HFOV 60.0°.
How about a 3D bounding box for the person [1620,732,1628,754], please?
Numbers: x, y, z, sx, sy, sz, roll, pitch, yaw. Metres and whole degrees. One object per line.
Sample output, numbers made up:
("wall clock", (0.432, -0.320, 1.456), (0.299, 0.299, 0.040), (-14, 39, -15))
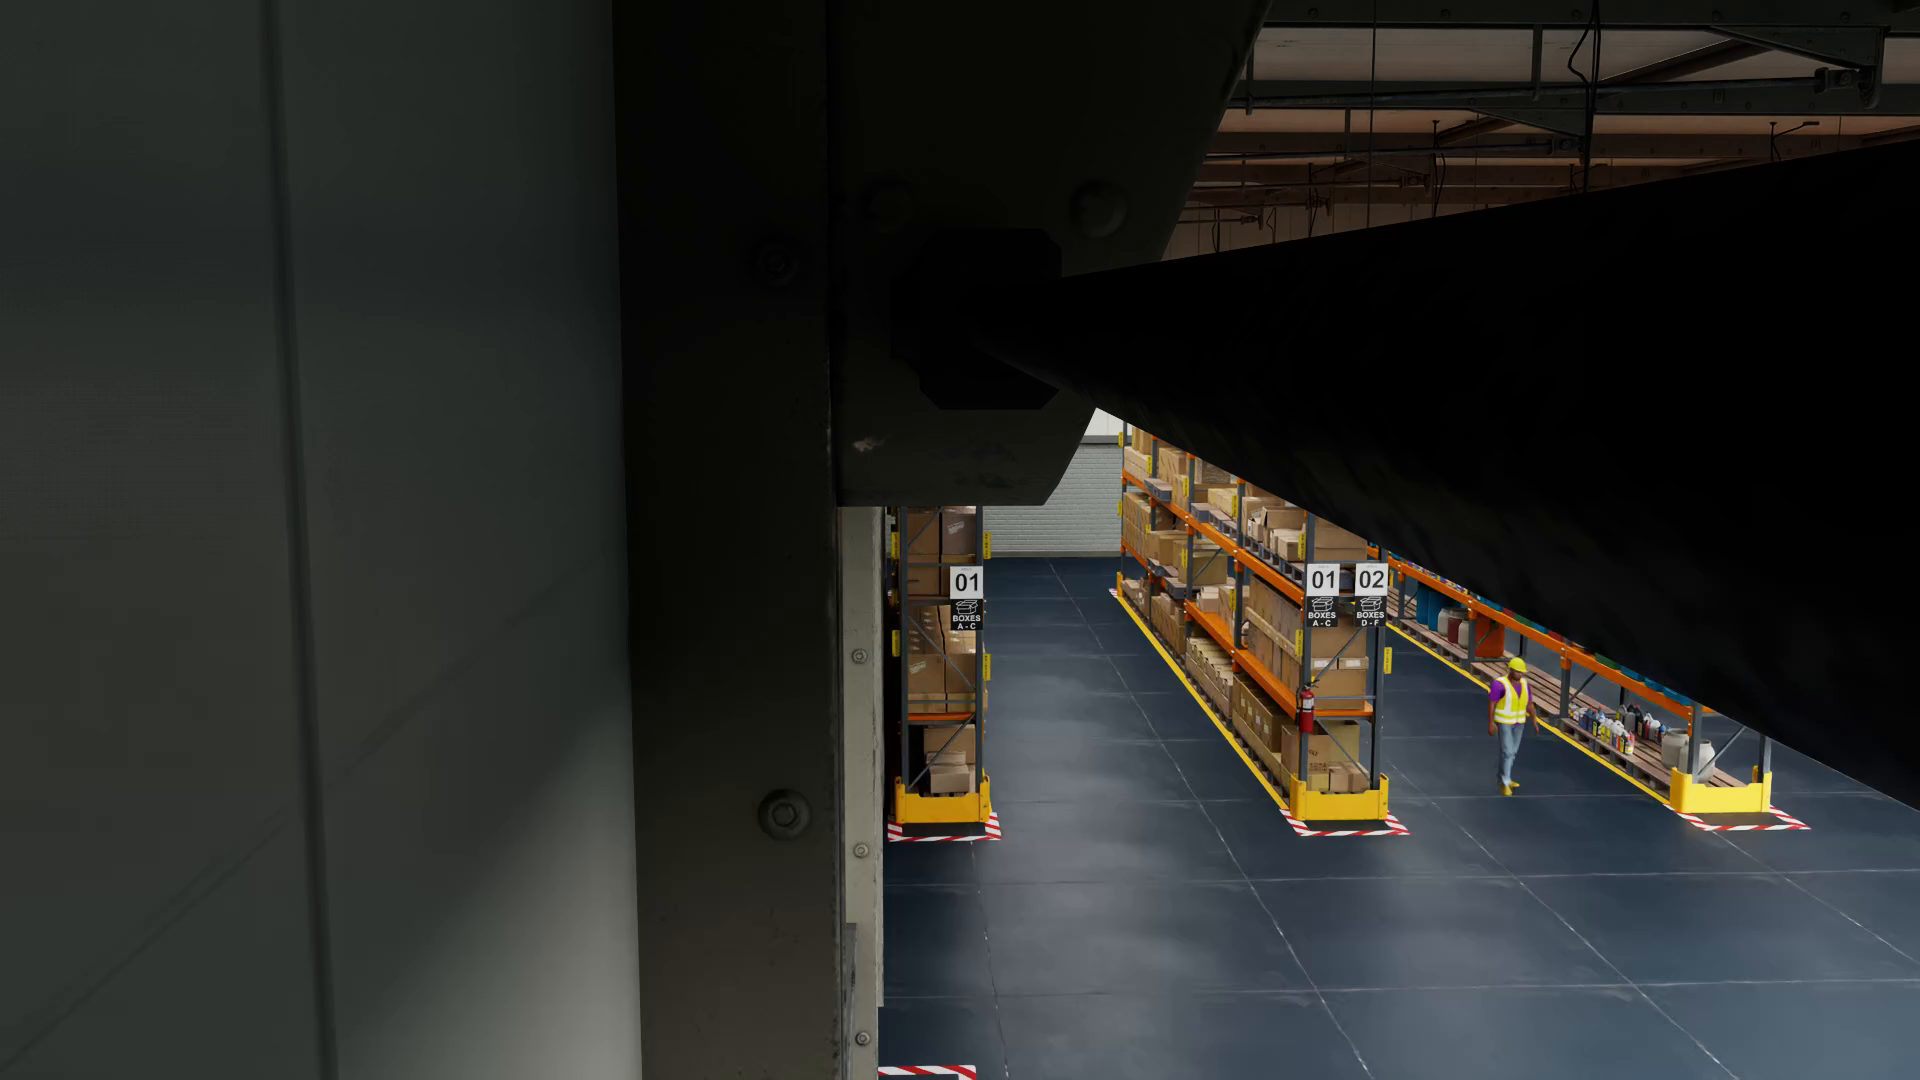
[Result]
("person", (11.138, 2.211, 23.832), (4.154, 1.596, 2.004), (0, 8, -2))

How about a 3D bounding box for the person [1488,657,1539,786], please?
("person", (7.213, 2.359, 21.767), (0.629, 1.697, 0.483), (-3, 9, -21))
